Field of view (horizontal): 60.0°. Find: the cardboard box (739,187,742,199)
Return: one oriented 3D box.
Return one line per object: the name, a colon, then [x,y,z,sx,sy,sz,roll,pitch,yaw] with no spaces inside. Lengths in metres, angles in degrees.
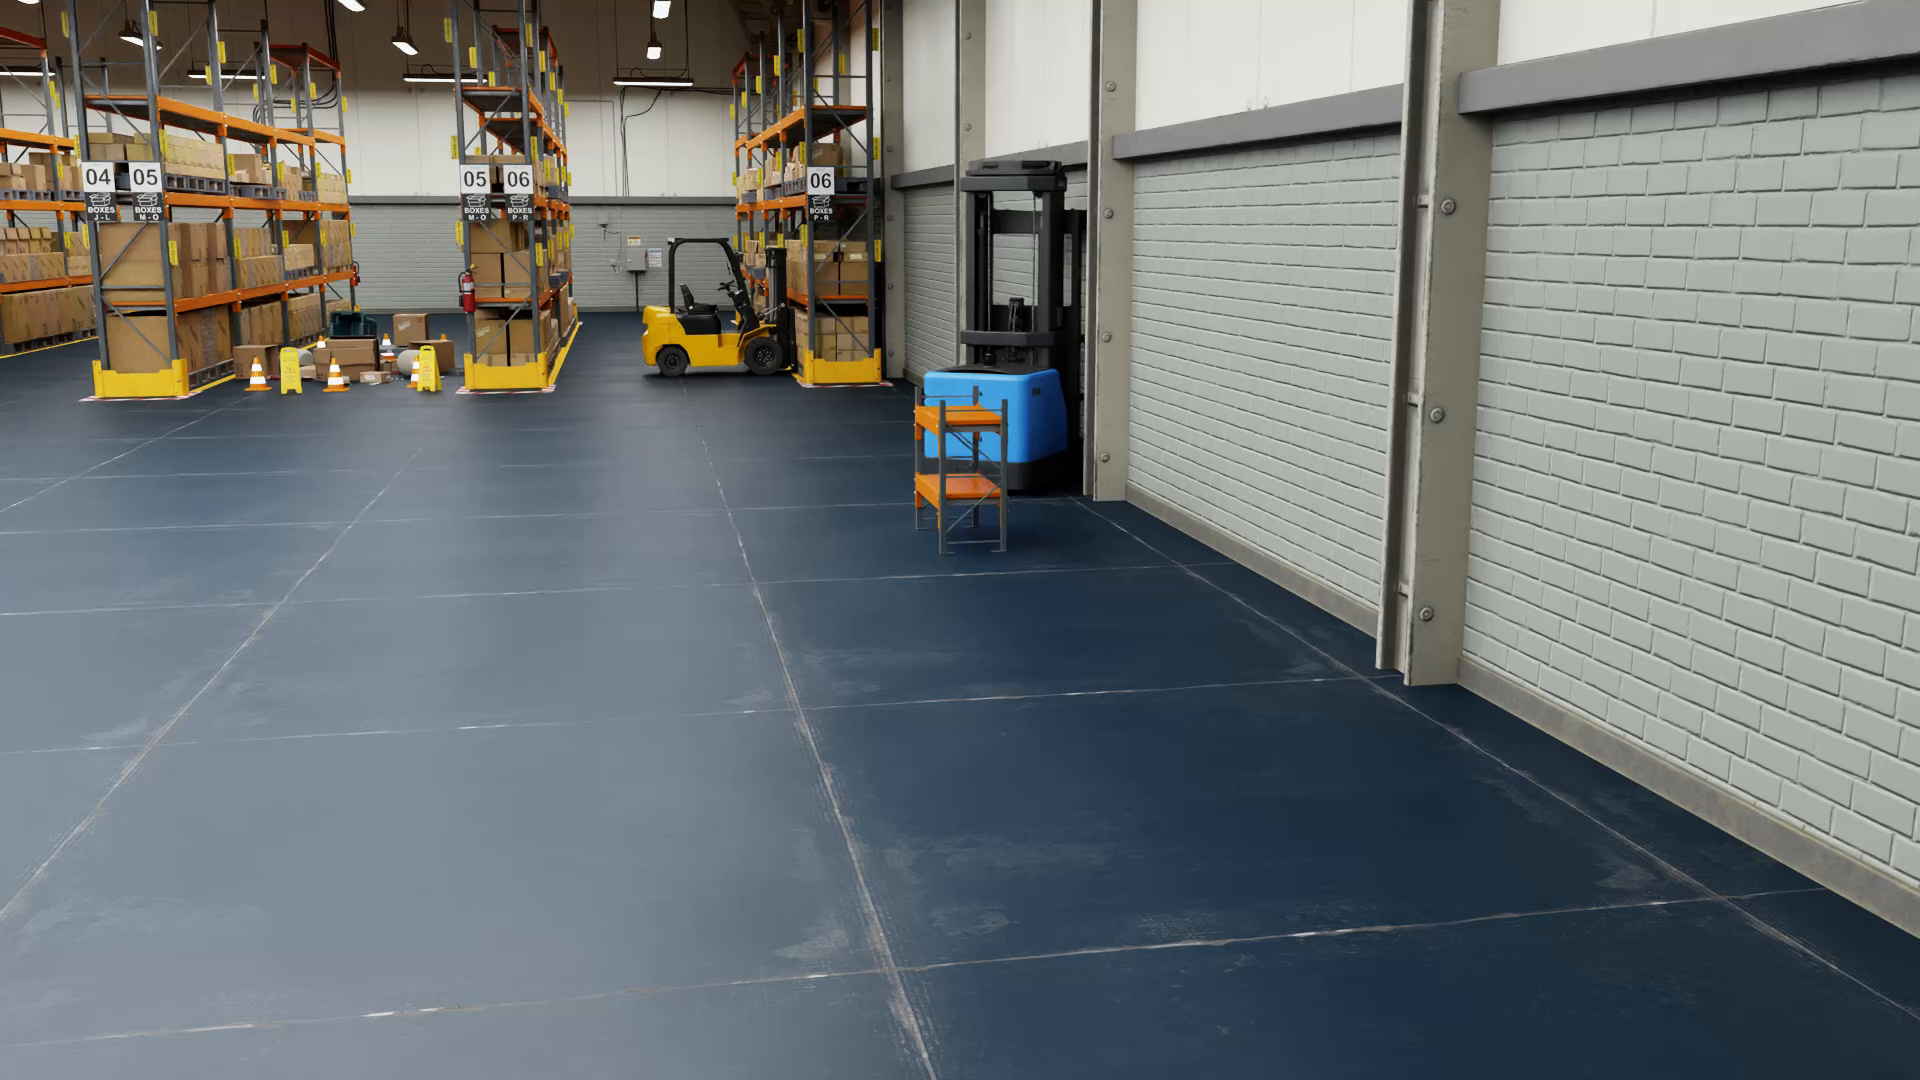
cardboard box: [-4.882,-8.096,38.795,0.500,0.250,0.500,-2,11,-13]

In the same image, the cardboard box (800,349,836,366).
cardboard box: [-2.196,-2.824,25.743,0.500,0.250,0.500,-2,11,-11]

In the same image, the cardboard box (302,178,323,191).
cardboard box: [-13.691,-7.457,34.897,0.500,0.250,0.500,-2,11,-9]

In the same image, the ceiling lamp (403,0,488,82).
ceiling lamp: [-12.675,-12.866,40.615,2.000,3.185,0.800,-2,11,-11]

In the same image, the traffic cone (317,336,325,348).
traffic cone: [-11.057,-3.302,28.810,0.336,0.463,0.334,-2,11,-11]

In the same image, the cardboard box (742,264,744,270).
cardboard box: [-4.910,-6.397,38.954,0.380,0.149,0.250,-2,11,-13]

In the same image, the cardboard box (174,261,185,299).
cardboard box: [-11.744,-3.754,23.998,0.875,0.550,0.550,-2,11,-11]

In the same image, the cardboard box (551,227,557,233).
cardboard box: [-8.075,-5.820,32.308,0.500,0.500,0.500,-2,11,-13]

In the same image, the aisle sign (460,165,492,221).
aisle sign: [-6.936,-4.968,23.822,0.394,0.787,0.004,-2,11,-11]

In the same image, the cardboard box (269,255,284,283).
cardboard box: [-12.704,-4.958,30.454,0.500,0.500,0.500,-2,11,-11]

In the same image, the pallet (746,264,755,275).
pallet: [-4.081,-5.850,35.923,1.003,0.211,1.213,-2,11,-11]

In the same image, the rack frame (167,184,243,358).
rack frame: [-12.277,-4.248,26.992,1.000,3.000,0.127,-2,11,-11]

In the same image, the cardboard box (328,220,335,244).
cardboard box: [-13.865,-6.681,36.039,0.500,0.500,0.500,-2,11,-10]

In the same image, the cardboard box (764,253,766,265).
cardboard box: [-3.529,-5.442,32.330,0.500,0.250,0.500,-2,11,-11]

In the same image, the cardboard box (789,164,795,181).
cardboard box: [-2.582,-6.007,27.182,0.396,0.266,0.258,-2,11,-12]

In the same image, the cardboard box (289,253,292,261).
cardboard box: [-13.111,-5.451,32.067,0.380,0.149,0.250,-2,11,-11]

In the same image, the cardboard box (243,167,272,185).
cardboard box: [-12.557,-6.486,29.576,0.500,0.311,0.500,-2,11,-11]

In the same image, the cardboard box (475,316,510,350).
cardboard box: [-7.180,-3.170,25.553,0.500,0.500,0.500,-2,11,-9]

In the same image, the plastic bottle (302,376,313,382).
plastic bottle: [-10.030,-2.475,25.535,0.133,0.061,0.283,-6,13,-31]

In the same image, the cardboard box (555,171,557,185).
cardboard box: [-7.261,-6.267,28.857,0.500,0.250,0.500,-2,11,-12]

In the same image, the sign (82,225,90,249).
sign: [-12.034,-4.182,22.917,0.100,0.325,0.005,-2,11,-11]

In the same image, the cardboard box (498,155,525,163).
cardboard box: [-6.532,-5.527,24.230,0.380,0.149,0.250,-2,11,-11]

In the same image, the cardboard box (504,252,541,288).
cardboard box: [-6.483,-4.005,24.653,0.500,0.500,0.500,-2,11,-12]

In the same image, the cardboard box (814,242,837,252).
cardboard box: [-2.071,-4.466,25.340,0.380,0.149,0.250,-2,11,-11]

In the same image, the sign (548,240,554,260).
sign: [-6.910,-4.893,28.065,0.100,0.325,0.005,-2,11,-11]

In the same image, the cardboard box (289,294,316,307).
cardboard box: [-13.353,-4.840,33.658,0.500,0.250,0.500,-2,11,-8]

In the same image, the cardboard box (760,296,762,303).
cardboard box: [-4.051,-5.125,35.426,0.380,0.149,0.250,-2,11,-11]

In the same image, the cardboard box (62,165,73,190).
cardboard box: [-19.029,-7.571,34.774,0.700,0.500,0.500,-2,11,-8]

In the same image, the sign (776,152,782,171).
sign: [-3.103,-6.488,28.516,0.100,0.325,0.005,-2,11,-11]

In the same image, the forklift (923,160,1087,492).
forklift: [0.716,-2.102,15.902,1.130,2.935,3.031,5,12,23]

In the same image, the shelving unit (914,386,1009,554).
shelving unit: [-0.001,-0.554,12.598,0.538,1.125,1.048,-2,11,-11]

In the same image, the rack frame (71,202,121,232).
rack frame: [-19.496,-6.287,37.705,1.000,3.000,0.127,-2,11,-11]

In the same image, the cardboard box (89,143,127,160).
cardboard box: [-11.868,-5.395,23.213,0.500,0.250,0.500,-2,11,-10]

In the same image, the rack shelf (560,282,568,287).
rack shelf: [-8.608,-5.193,33.884,1.077,0.370,4.000,-2,11,-11]

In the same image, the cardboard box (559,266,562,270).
cardboard box: [-8.281,-5.395,33.421,0.500,0.250,0.500,-2,11,-9]

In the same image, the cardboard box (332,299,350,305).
cardboard box: [-14.259,-5.459,38.265,0.380,0.149,0.250,-2,11,-10]

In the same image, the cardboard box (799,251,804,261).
cardboard box: [-2.342,-4.504,26.335,0.380,0.149,0.250,-2,11,-13]

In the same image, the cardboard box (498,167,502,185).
cardboard box: [-7.111,-5.436,24.815,0.500,0.250,0.500,-2,11,-12]

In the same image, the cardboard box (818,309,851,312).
cardboard box: [-2.089,-3.705,27.699,0.500,0.250,0.500,-2,11,-11]

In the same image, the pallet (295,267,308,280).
pallet: [-13.480,-5.249,32.764,1.003,0.211,1.213,-2,11,-11]

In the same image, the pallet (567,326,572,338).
pallet: [-8.773,-4.405,35.275,1.003,0.211,1.213,-2,11,-11]

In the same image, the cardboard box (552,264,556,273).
cardboard box: [-7.465,-4.882,29.873,0.380,0.149,0.250,-2,11,-9]

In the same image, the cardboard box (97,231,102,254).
cardboard box: [-19.143,-6.648,37.202,0.500,0.500,0.500,-2,11,-10]

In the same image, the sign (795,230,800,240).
sign: [-3.585,-6.684,36.697,0.100,0.325,0.005,-2,11,-11]

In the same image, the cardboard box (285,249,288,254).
cardboard box: [-13.053,-5.543,31.753,0.380,0.149,0.250,-2,11,-11]

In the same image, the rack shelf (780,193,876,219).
rack shelf: [-2.184,-5.381,26.846,1.077,0.370,4.000,-2,11,-11]

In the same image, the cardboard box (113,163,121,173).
cardboard box: [-11.896,-5.168,23.087,0.380,0.149,0.250,-2,11,-11]

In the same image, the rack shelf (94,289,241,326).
rack shelf: [-11.888,-3.528,25.132,1.077,0.370,4.000,-2,11,-11]

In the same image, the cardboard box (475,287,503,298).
cardboard box: [-6.946,-3.650,24.523,0.380,0.149,0.250,-2,11,-9]

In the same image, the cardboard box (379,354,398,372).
cardboard box: [-9.388,-2.876,27.095,0.396,0.266,0.258,9,14,38]

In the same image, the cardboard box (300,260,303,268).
cardboard box: [-13.305,-5.493,33.085,0.380,0.149,0.250,-2,11,-9]

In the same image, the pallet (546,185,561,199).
pallet: [-7.457,-5.945,28.387,1.213,0.211,1.003,-2,11,-11]

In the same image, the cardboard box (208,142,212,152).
cardboard box: [-11.748,-6.051,25.594,0.380,0.149,0.250,-2,11,-10]

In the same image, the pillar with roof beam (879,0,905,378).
pillar with roof beam: [-5.269,-6.845,24.592,9.100,9.000,0.400,-2,11,-11]

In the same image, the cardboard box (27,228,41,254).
cardboard box: [-18.463,-5.852,32.470,0.797,0.503,0.637,-2,11,-10]

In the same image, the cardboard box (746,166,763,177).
cardboard box: [-4.413,-7.982,35.967,0.396,0.266,0.258,-2,11,-12]
